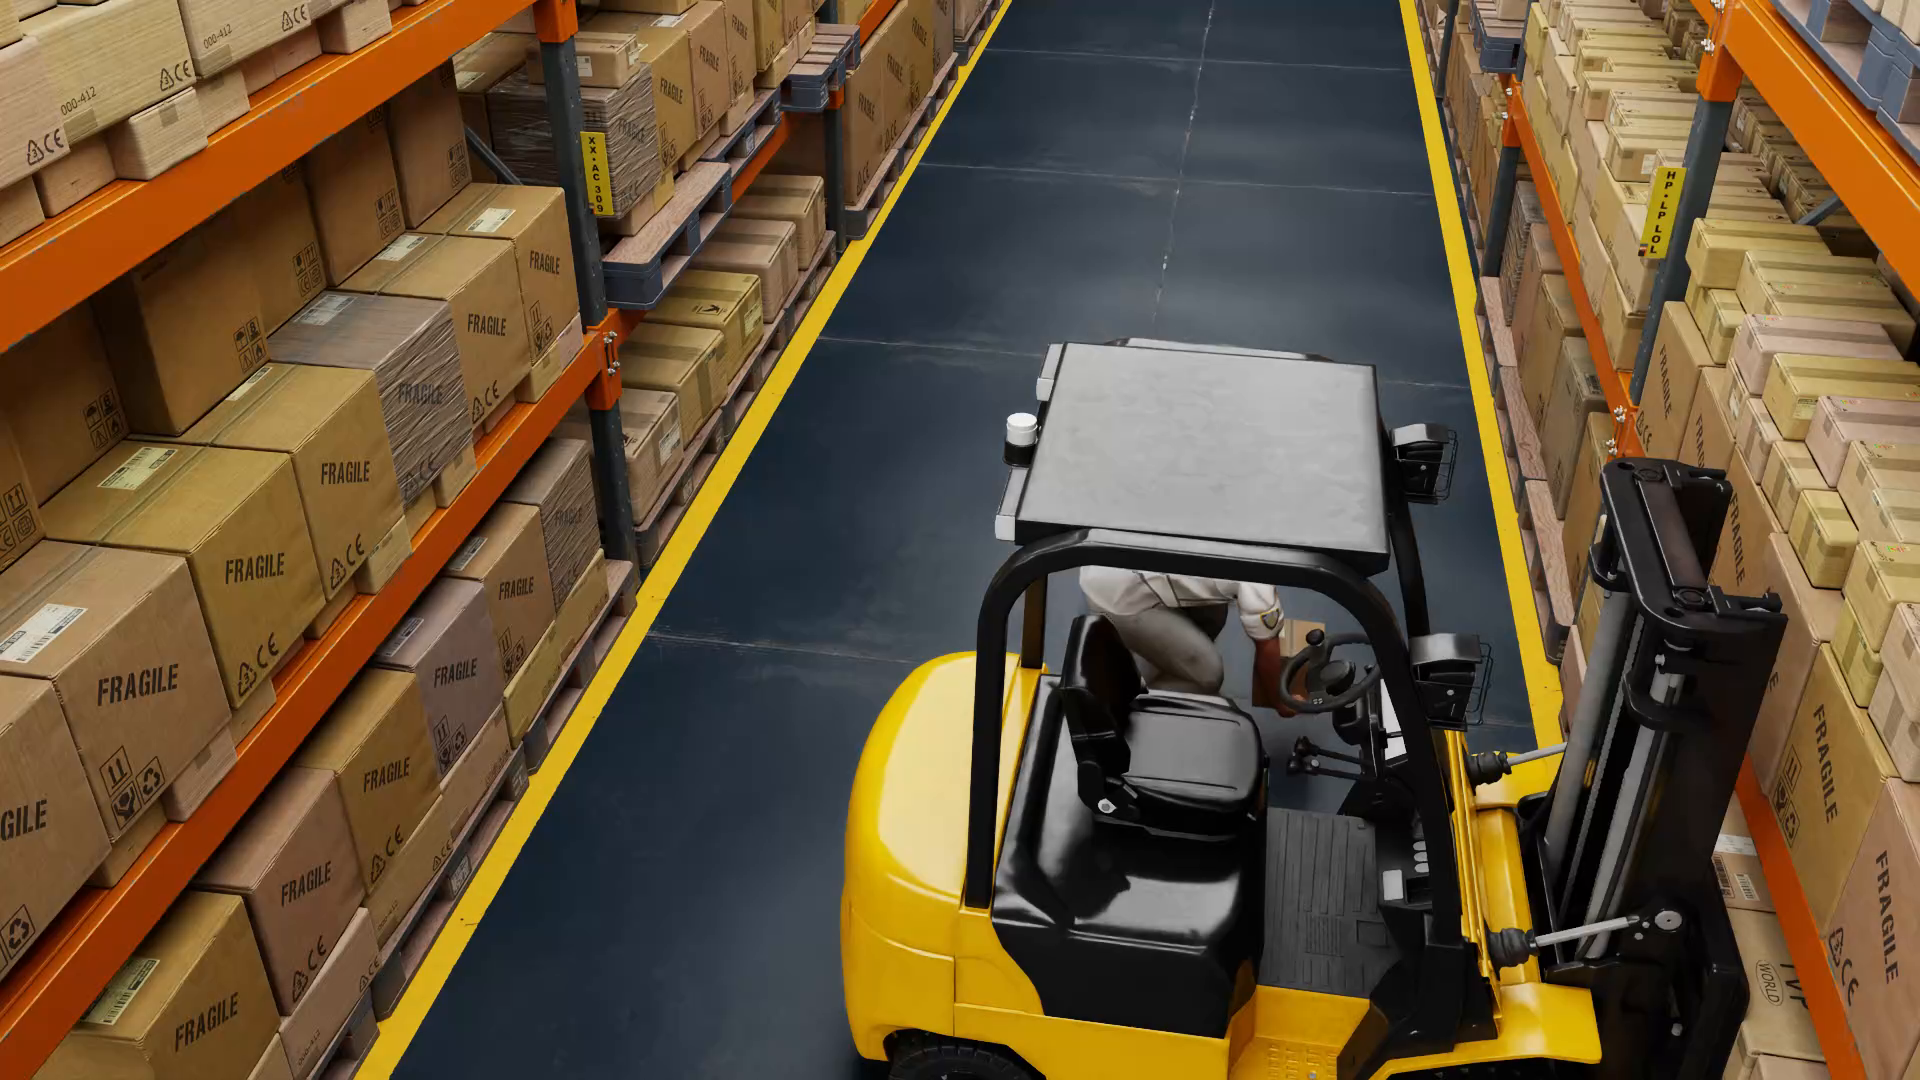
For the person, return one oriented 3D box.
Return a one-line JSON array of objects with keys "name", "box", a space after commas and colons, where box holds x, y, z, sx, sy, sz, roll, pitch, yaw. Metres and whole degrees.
[{"name": "person", "box": [0.960, 0.308, 6.316, 1.025, 1.037, 0.530, 4, 32, 6]}]
